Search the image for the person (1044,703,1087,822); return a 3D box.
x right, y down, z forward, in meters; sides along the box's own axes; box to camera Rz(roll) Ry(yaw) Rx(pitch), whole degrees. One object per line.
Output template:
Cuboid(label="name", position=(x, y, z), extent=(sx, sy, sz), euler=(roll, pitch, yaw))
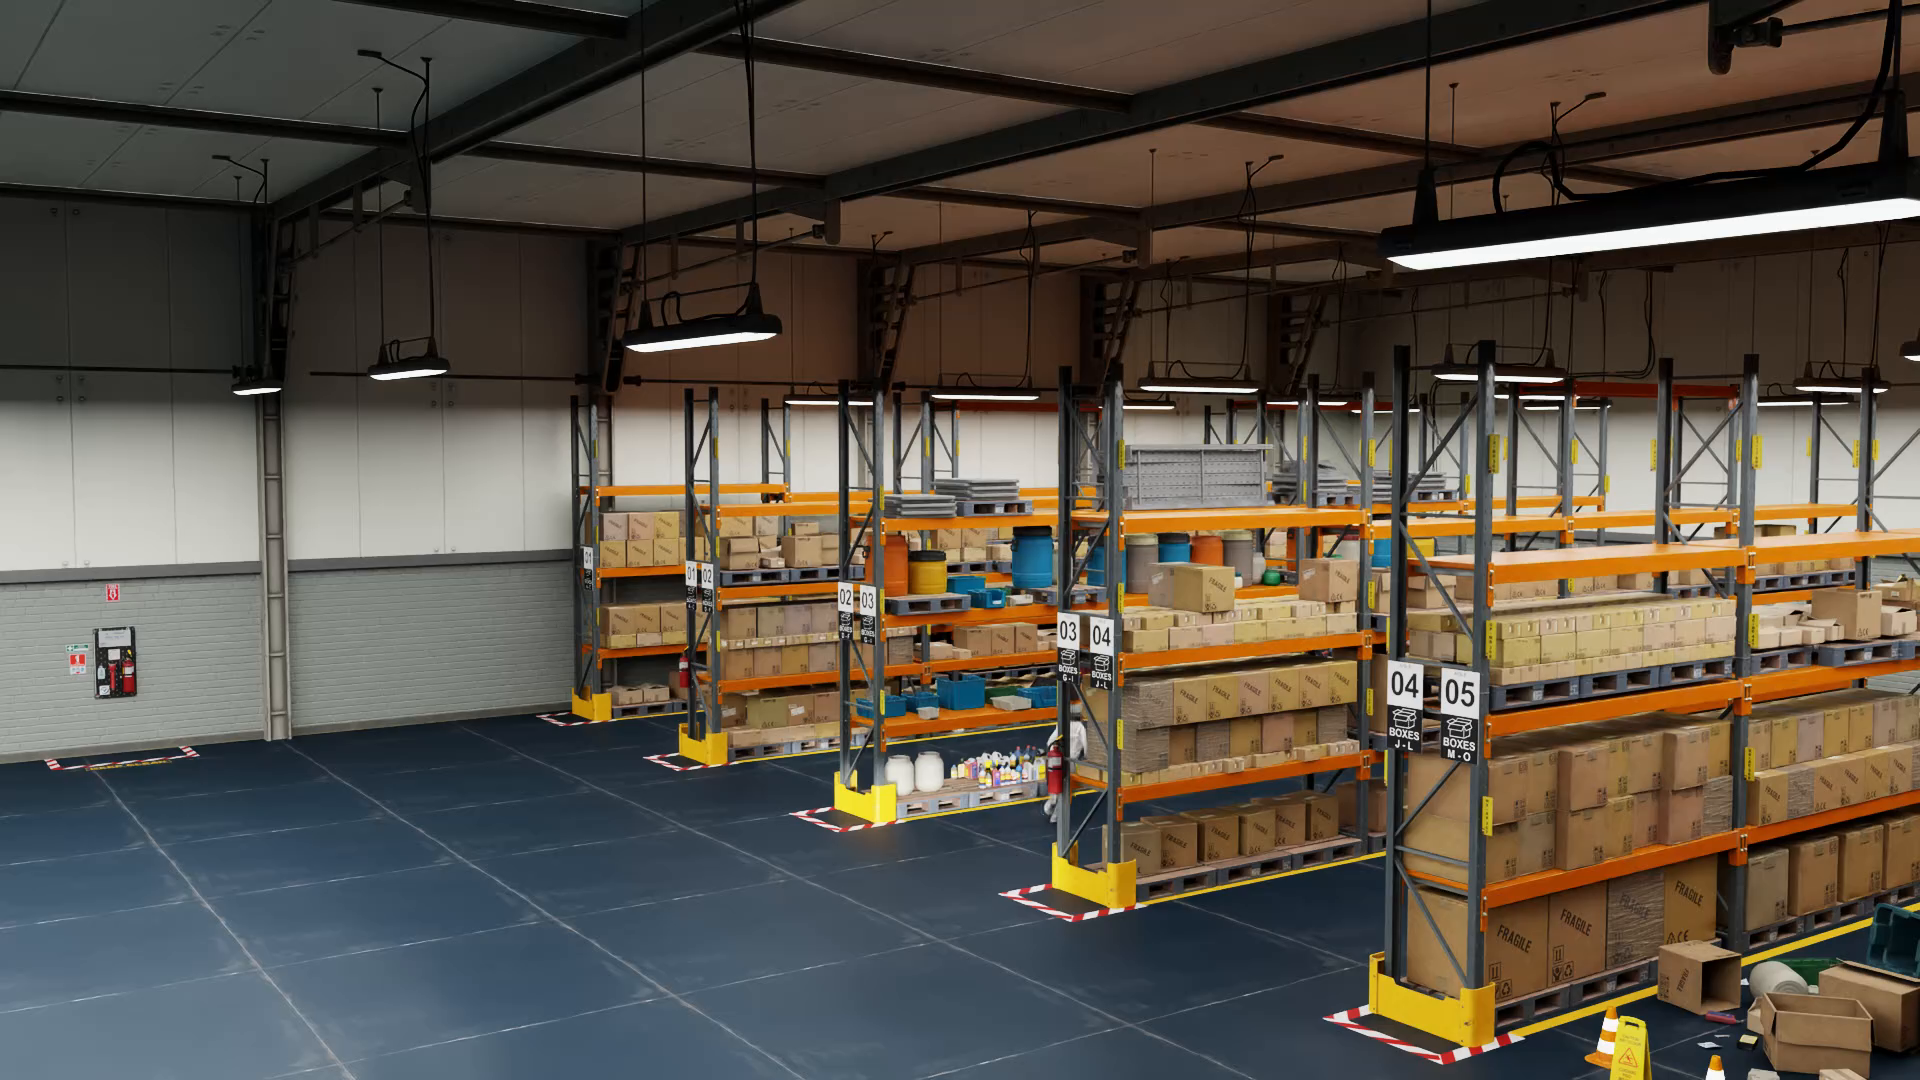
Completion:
Cuboid(label="person", position=(1.502, 3.021, 22.607), extent=(0.681, 1.580, 0.545), euler=(-2, 4, -32))

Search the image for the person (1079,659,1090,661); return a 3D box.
Cuboid(label="person", position=(2.607, 2.132, 35.818), extent=(0.651, 1.481, 0.749), euler=(-2, 4, -26))
